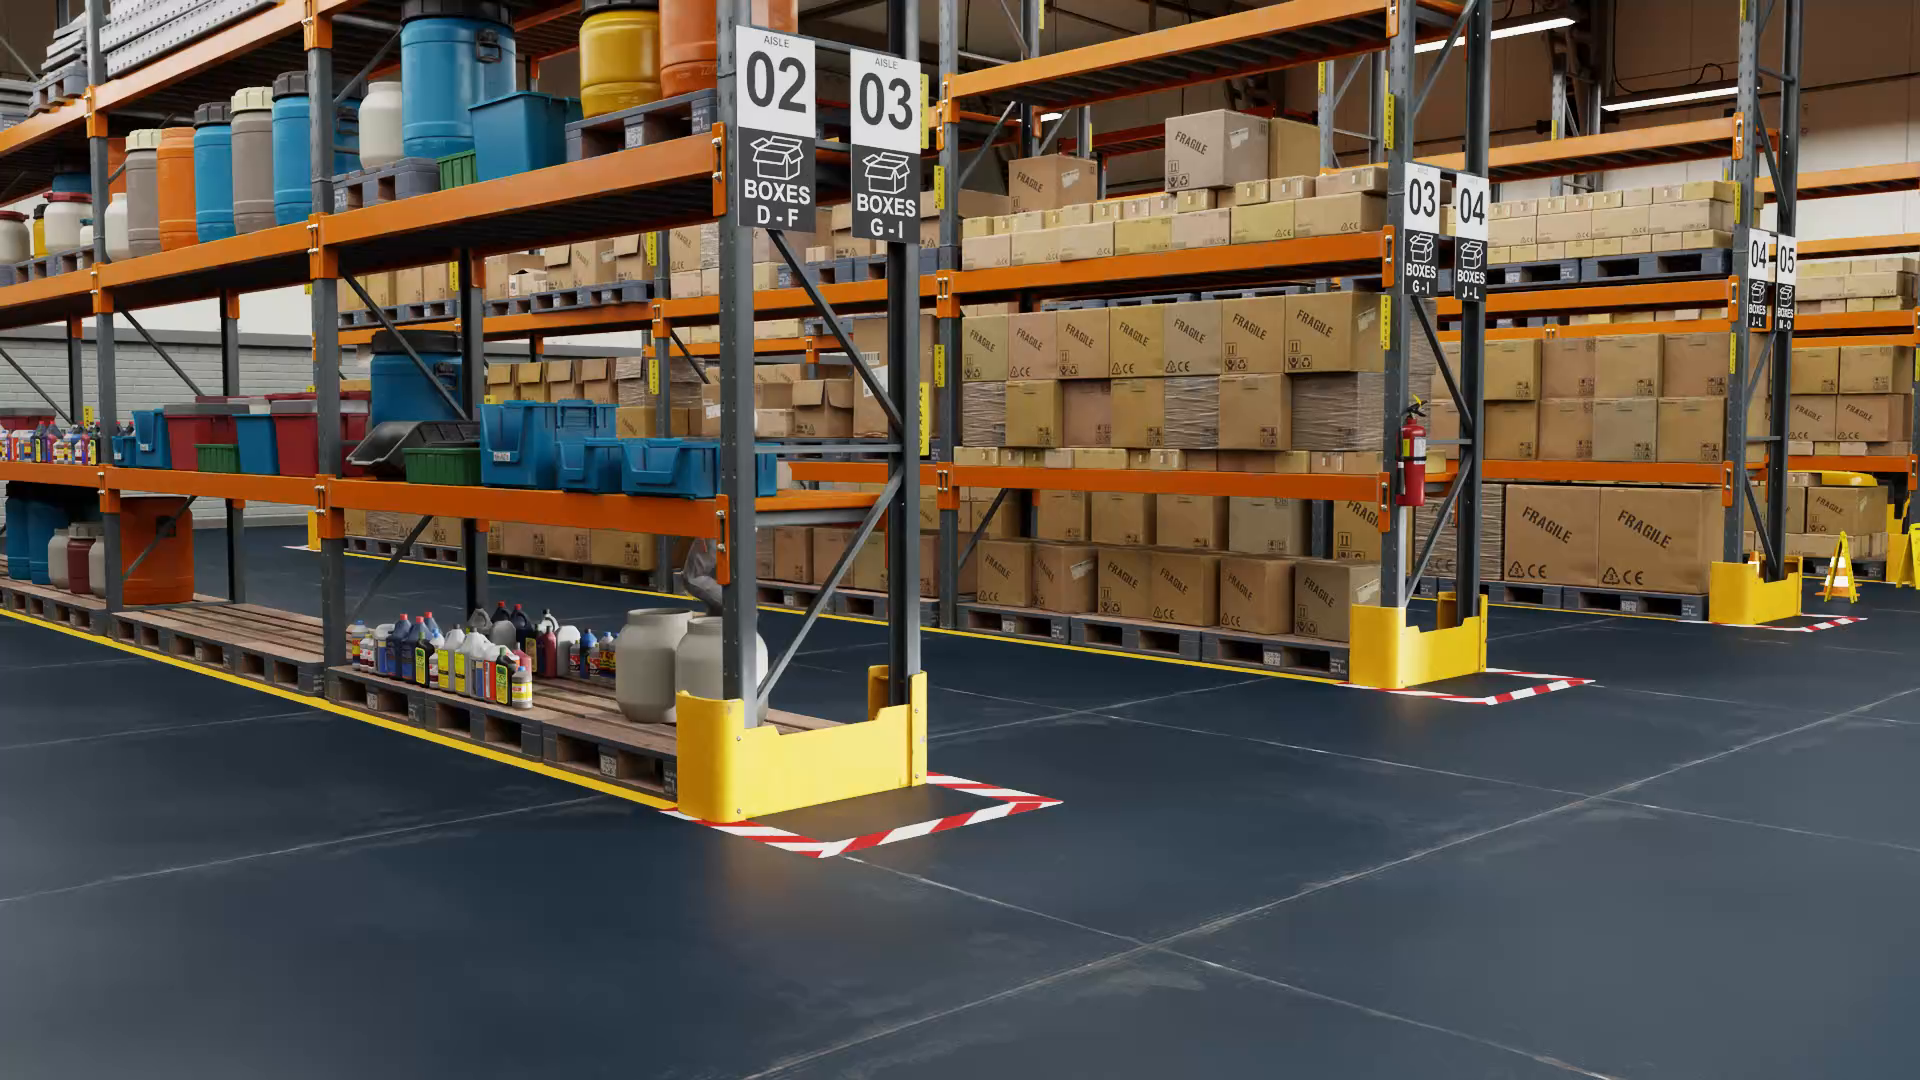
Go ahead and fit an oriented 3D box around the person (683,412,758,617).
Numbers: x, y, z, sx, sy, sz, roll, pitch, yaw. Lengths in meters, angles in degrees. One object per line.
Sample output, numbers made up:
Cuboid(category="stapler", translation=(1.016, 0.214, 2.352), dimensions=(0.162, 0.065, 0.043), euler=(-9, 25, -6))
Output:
Cuboid(category="person", translation=(-1.701, -0.082, 11.715), dimensions=(0.688, 1.752, 0.601), euler=(2, 5, 31))
